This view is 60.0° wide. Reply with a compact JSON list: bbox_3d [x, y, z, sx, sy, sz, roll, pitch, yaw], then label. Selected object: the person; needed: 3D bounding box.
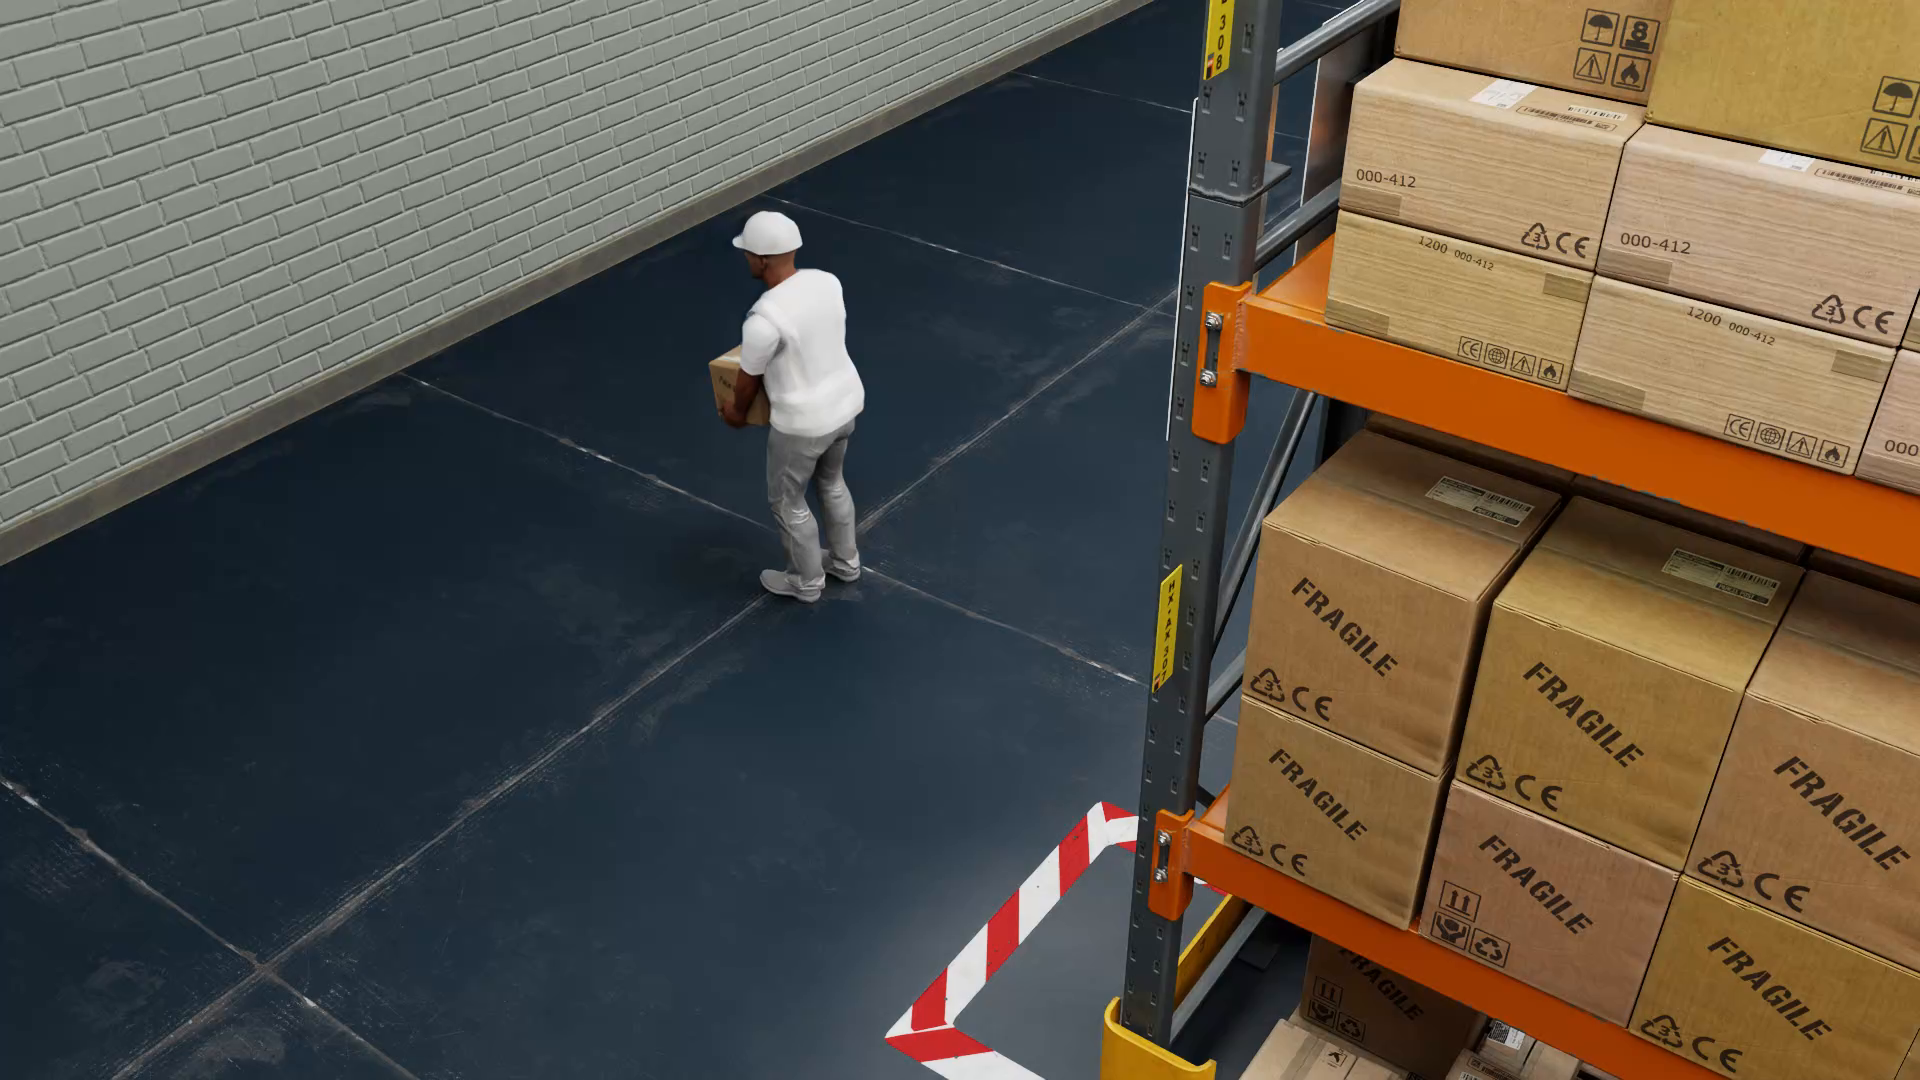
[{"bbox_3d":[-0.712,-0.543,6.936,0.591,1.743,0.503,21,39,27],"label":"person"}]
